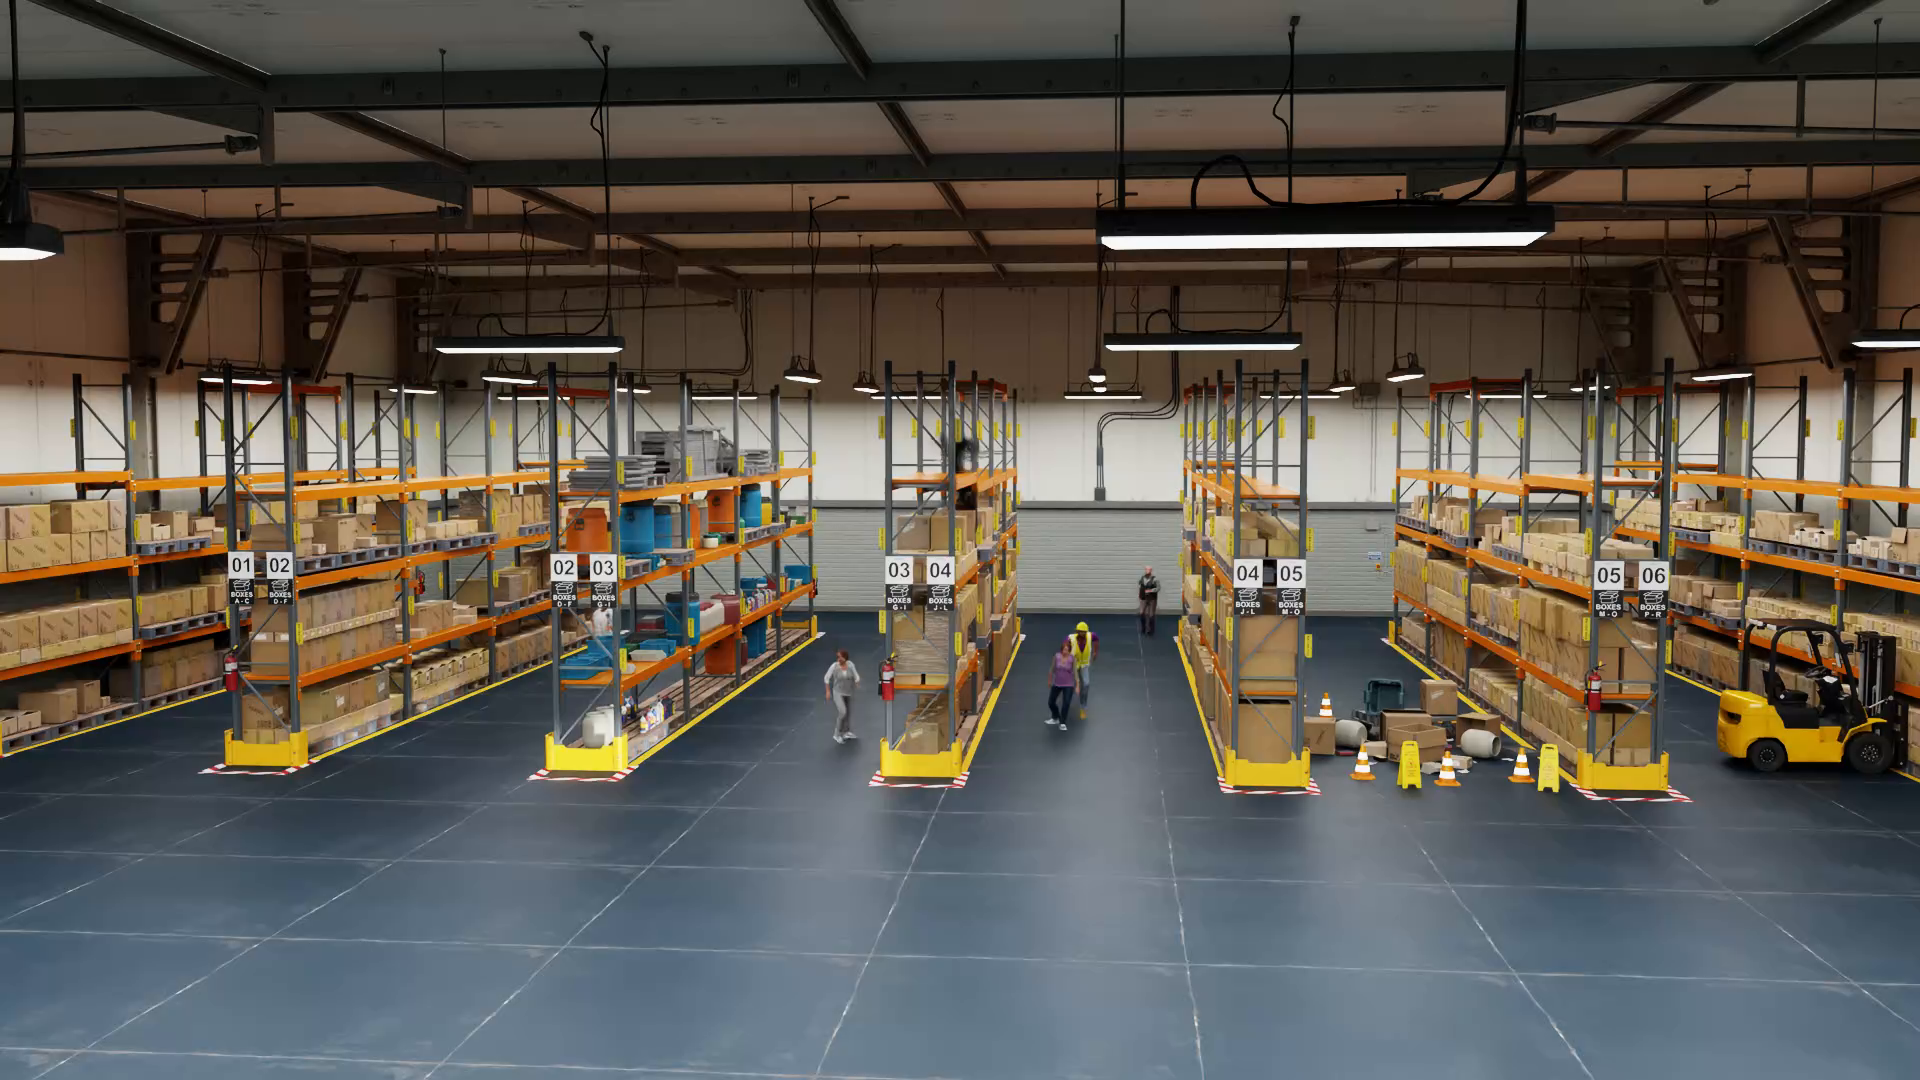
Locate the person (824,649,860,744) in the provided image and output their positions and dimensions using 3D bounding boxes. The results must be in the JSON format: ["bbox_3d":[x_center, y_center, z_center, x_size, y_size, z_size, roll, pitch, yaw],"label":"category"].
[{"bbox_3d":[-1.846,2.506,26.734,0.552,1.556,0.757,-2,5,-33],"label":"person"}]

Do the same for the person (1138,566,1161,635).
[{"bbox_3d":[4.591,1.478,40.555,0.636,1.710,0.688,2,4,25],"label":"person"}]

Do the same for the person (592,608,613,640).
[{"bbox_3d":[-7.134,1.987,33.428,0.608,1.702,0.705,0,4,2],"label":"person"}]

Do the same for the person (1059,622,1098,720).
[{"bbox_3d":[2.061,2.262,29.249,0.749,1.721,1.029,-1,4,-14],"label":"person"}]

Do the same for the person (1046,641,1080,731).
[{"bbox_3d":[1.713,2.413,27.745,0.672,1.522,0.593,1,4,17],"label":"person"}]
